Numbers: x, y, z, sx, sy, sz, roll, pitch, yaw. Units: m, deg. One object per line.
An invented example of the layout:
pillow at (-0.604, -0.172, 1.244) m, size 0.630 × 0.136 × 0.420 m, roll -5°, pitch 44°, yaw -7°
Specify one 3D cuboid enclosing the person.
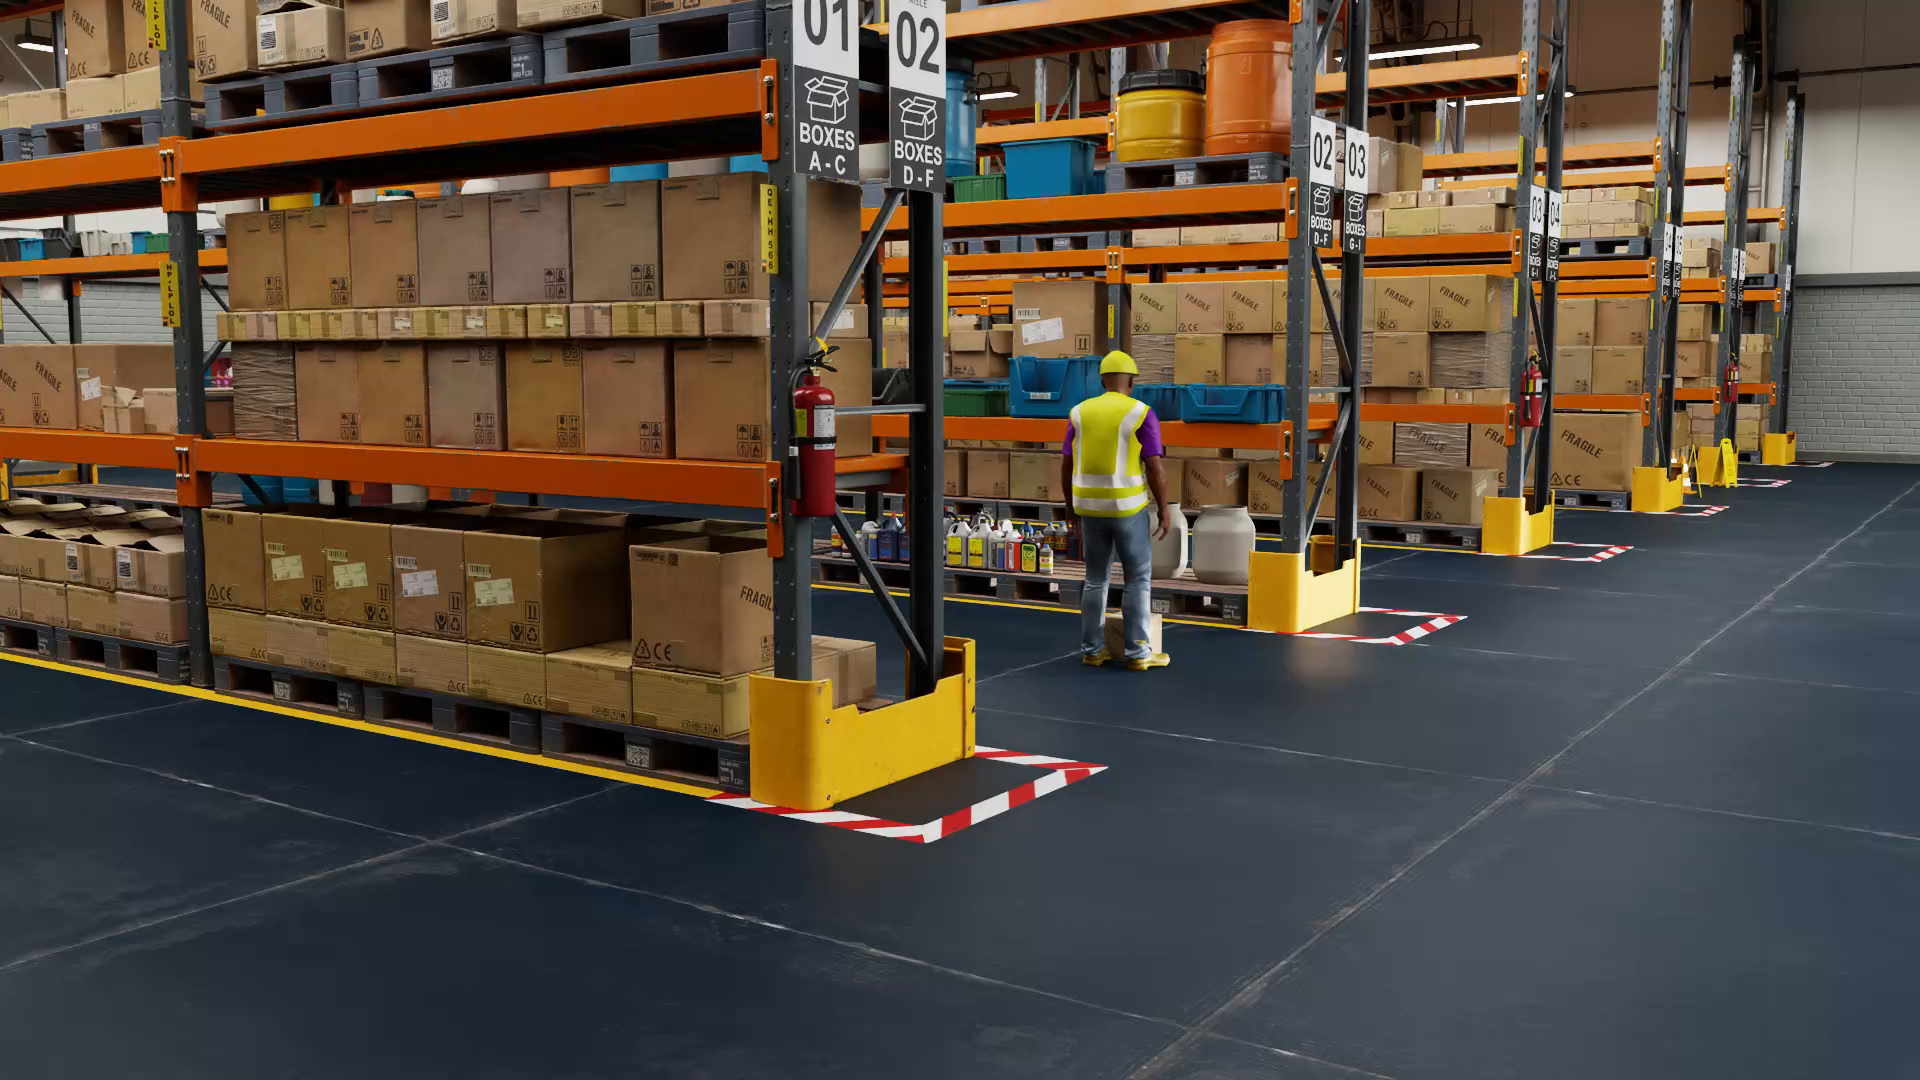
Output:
person at (0.872, -0.172, 9.287) m, size 0.638 × 1.761 × 0.459 m, roll 4°, pitch 7°, yaw 32°
